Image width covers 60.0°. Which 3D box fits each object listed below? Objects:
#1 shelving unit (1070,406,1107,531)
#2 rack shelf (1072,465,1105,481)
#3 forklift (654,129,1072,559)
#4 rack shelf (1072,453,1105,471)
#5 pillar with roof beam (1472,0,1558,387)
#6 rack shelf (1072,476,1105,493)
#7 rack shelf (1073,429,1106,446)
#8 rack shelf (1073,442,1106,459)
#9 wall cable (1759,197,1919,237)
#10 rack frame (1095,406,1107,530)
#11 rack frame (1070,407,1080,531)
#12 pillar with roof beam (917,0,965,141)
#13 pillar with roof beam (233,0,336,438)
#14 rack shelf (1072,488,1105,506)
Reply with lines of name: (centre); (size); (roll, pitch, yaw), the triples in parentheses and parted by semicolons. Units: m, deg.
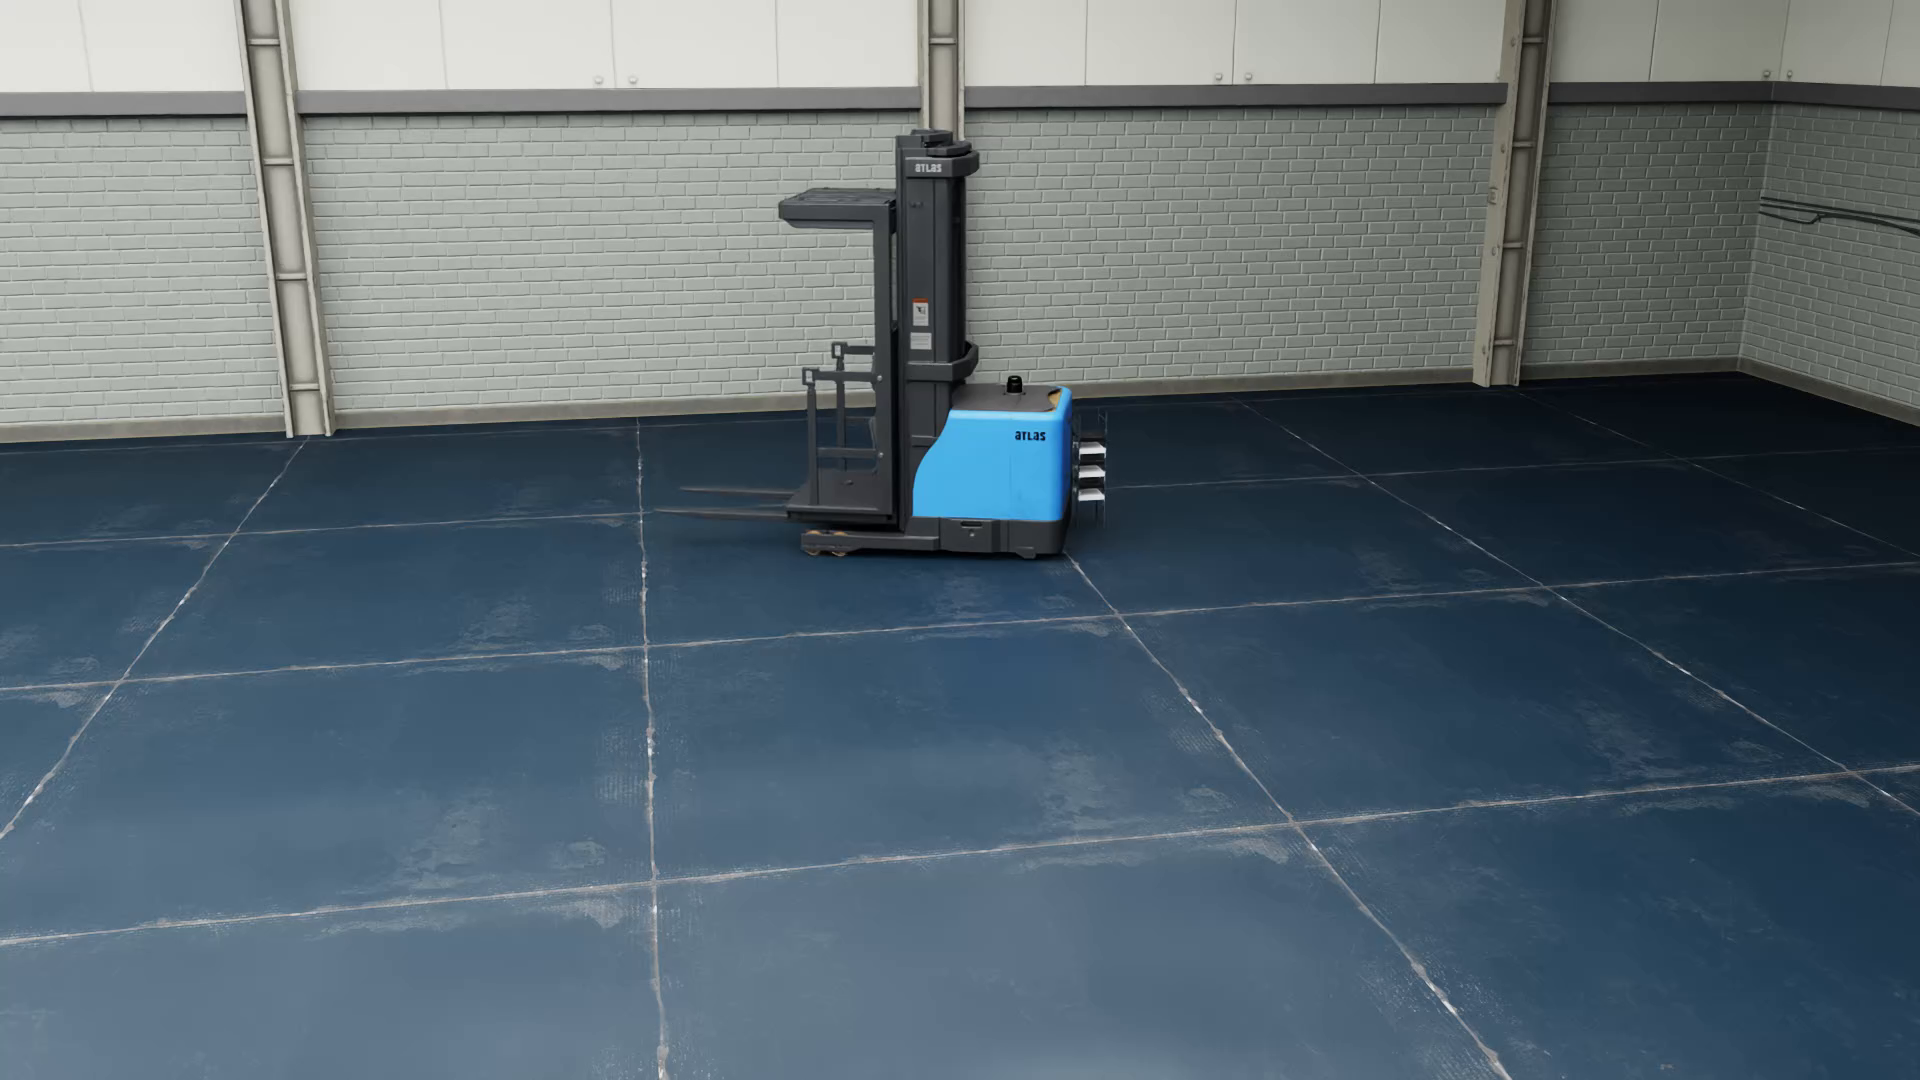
shelving unit: (0.965, -0.538, 12.531); (0.210, 0.900, 0.258); (-3, 17, -10)
rack shelf: (0.965, -0.506, 12.540); (0.200, 0.077, 0.258); (-3, 17, -10)
forklift: (-0.713, -1.442, 12.014); (3.031, 2.935, 1.130); (2, 17, 7)
rack shelf: (0.965, -0.592, 12.514); (0.200, 0.077, 0.258); (-3, 17, -10)
pillar with roof beam: (6.529, -4.732, 12.391); (0.400, 9.000, 9.100); (-3, 17, -10)
rack shelf: (0.965, -0.420, 12.567); (0.200, 0.077, 0.258); (-3, 17, -10)
rack shelf: (0.965, -0.764, 12.461); (0.200, 0.077, 0.258); (-3, 17, -10)
rack shelf: (0.965, -0.678, 12.488); (0.200, 0.077, 0.258); (-3, 17, -10)
wall cable: (8.855, -4.271, 16.181); (0.112, 2.526, 3.097); (-3, 17, -10)
rack frame: (1.065, -0.543, 12.548); (0.006, 0.900, 0.240); (-3, 17, -10)
rack frame: (0.865, -0.533, 12.514); (0.006, 0.900, 0.240); (-3, 17, -10)
pillar with roof beam: (0.638, -4.398, 11.303); (0.400, 9.000, 9.100); (-3, 17, -10)
pillar with roof beam: (-5.253, -4.063, 10.215); (0.400, 9.000, 9.100); (-3, 17, -10)
rack shelf: (0.965, -0.334, 12.593); (0.200, 0.077, 0.258); (-3, 17, -10)
